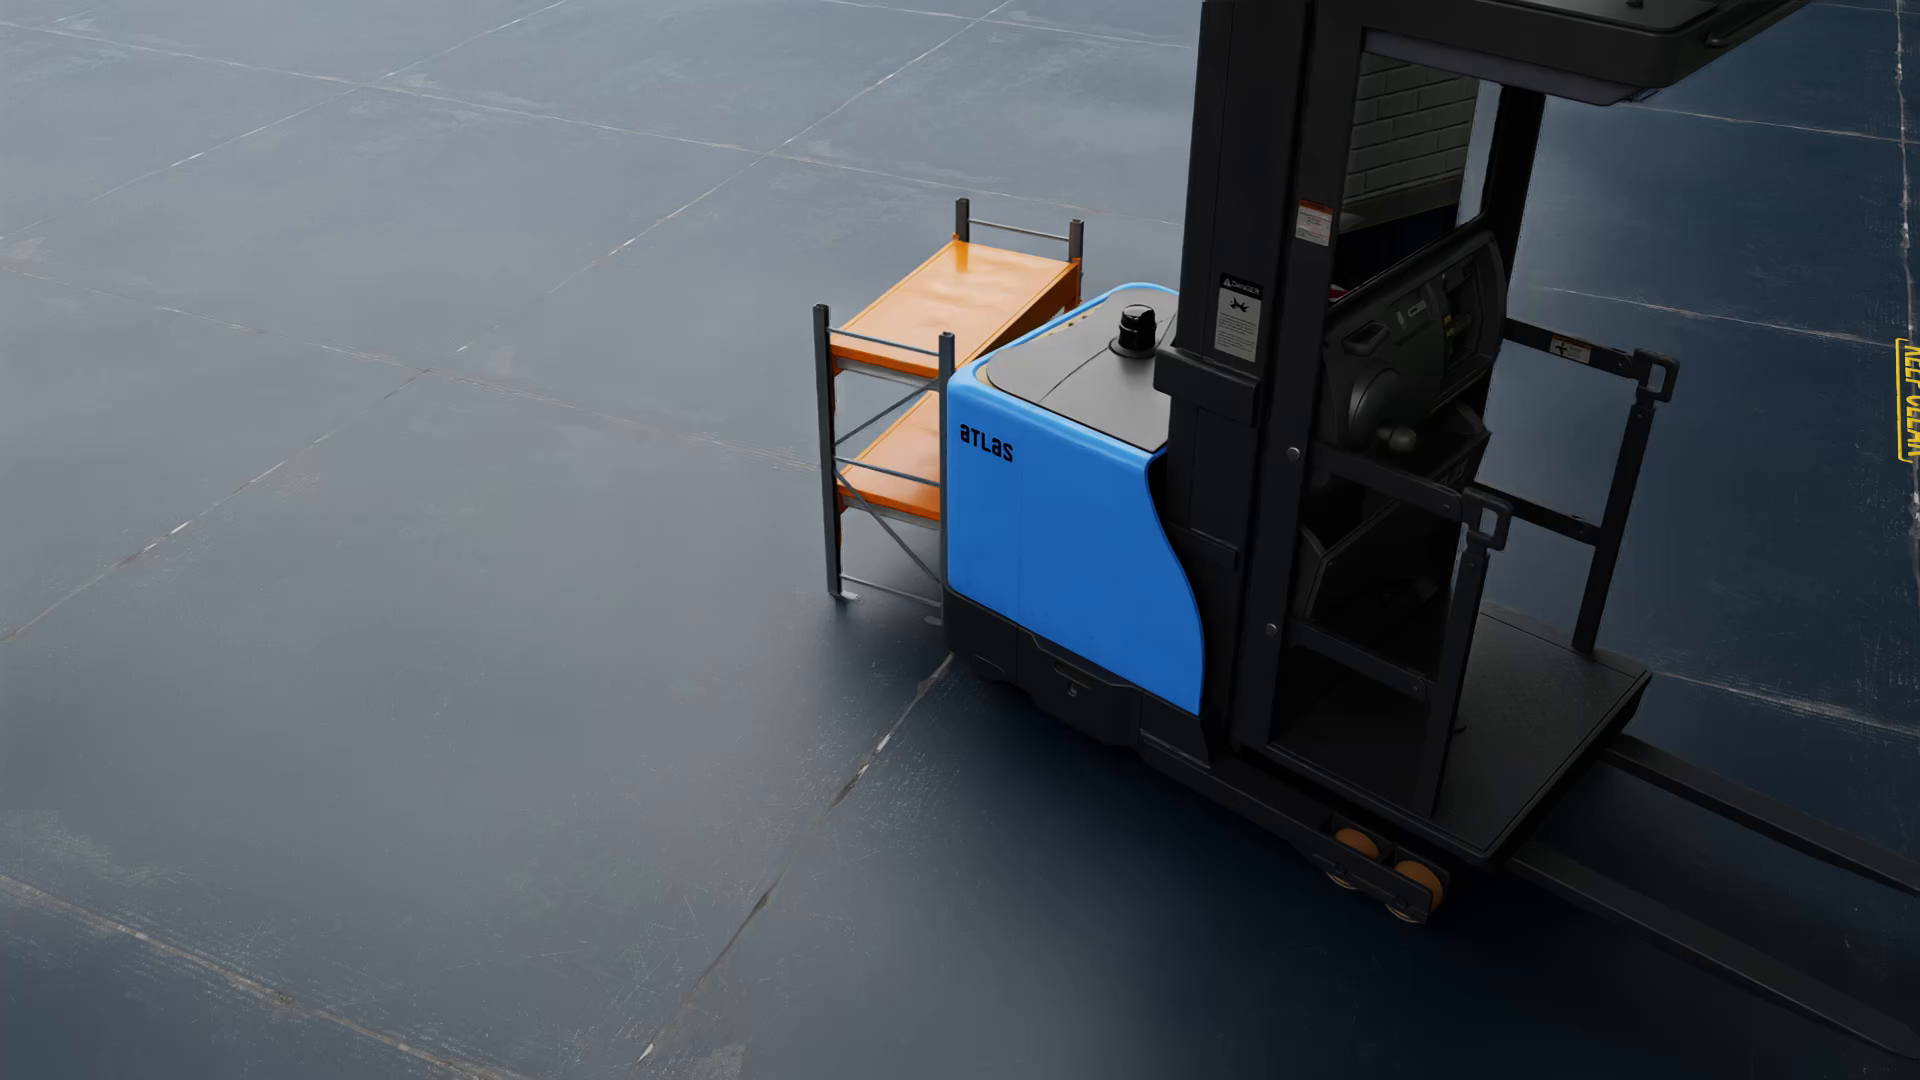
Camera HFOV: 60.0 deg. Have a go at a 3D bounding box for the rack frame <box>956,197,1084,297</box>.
[{"bbox_3d":[0.214,-0.725,6.330,0.500,1.125,0.032,15,36,22],"label":"rack frame"}]

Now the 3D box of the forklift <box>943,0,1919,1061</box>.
[{"bbox_3d":[1.378,-0.490,4.325,3.031,2.935,1.130,26,41,34],"label":"forklift"}]

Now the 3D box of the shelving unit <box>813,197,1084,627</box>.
[{"bbox_3d":[-0.016,-0.476,5.950,0.538,1.125,1.048,15,36,22],"label":"shelving unit"}]

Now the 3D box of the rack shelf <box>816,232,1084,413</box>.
[{"bbox_3d":[-0.016,-0.721,5.790,0.538,0.278,1.000,15,36,22],"label":"rack shelf"}]

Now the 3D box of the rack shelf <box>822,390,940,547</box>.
[{"bbox_3d":[-0.016,-0.271,6.084,0.538,0.278,1.000,15,36,22],"label":"rack shelf"}]

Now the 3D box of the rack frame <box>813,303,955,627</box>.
[{"bbox_3d":[-0.245,-0.227,5.571,0.500,1.125,0.032,15,36,22],"label":"rack frame"}]
